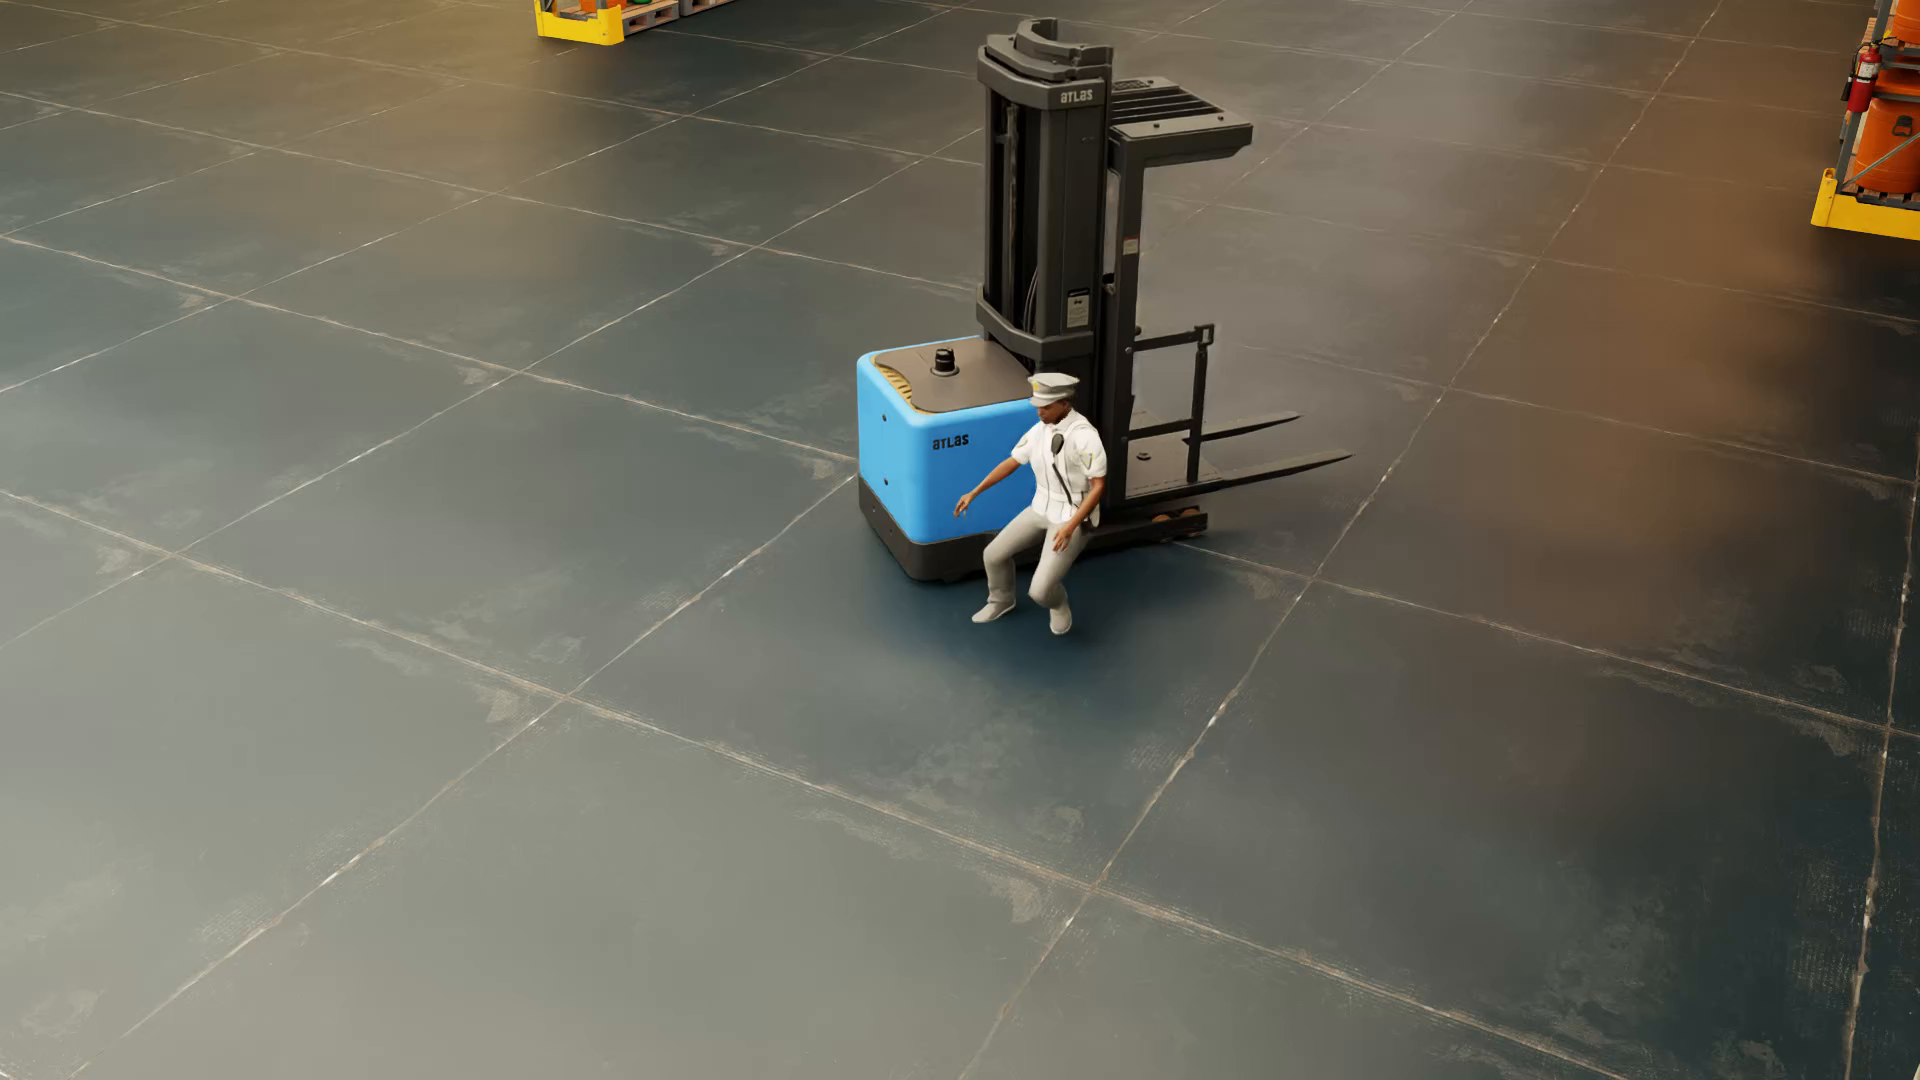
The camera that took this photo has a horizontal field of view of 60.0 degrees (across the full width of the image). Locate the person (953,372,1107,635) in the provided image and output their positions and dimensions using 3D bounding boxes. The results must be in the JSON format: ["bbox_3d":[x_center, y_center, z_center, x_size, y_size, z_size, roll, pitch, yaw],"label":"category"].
[{"bbox_3d":[0.389,-0.115,8.721,0.641,1.555,0.726,-19,35,-29],"label":"person"}]

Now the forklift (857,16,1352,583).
[{"bbox_3d":[0.949,-1.486,9.646,3.031,2.935,1.130,-11,32,-19],"label":"forklift"}]
